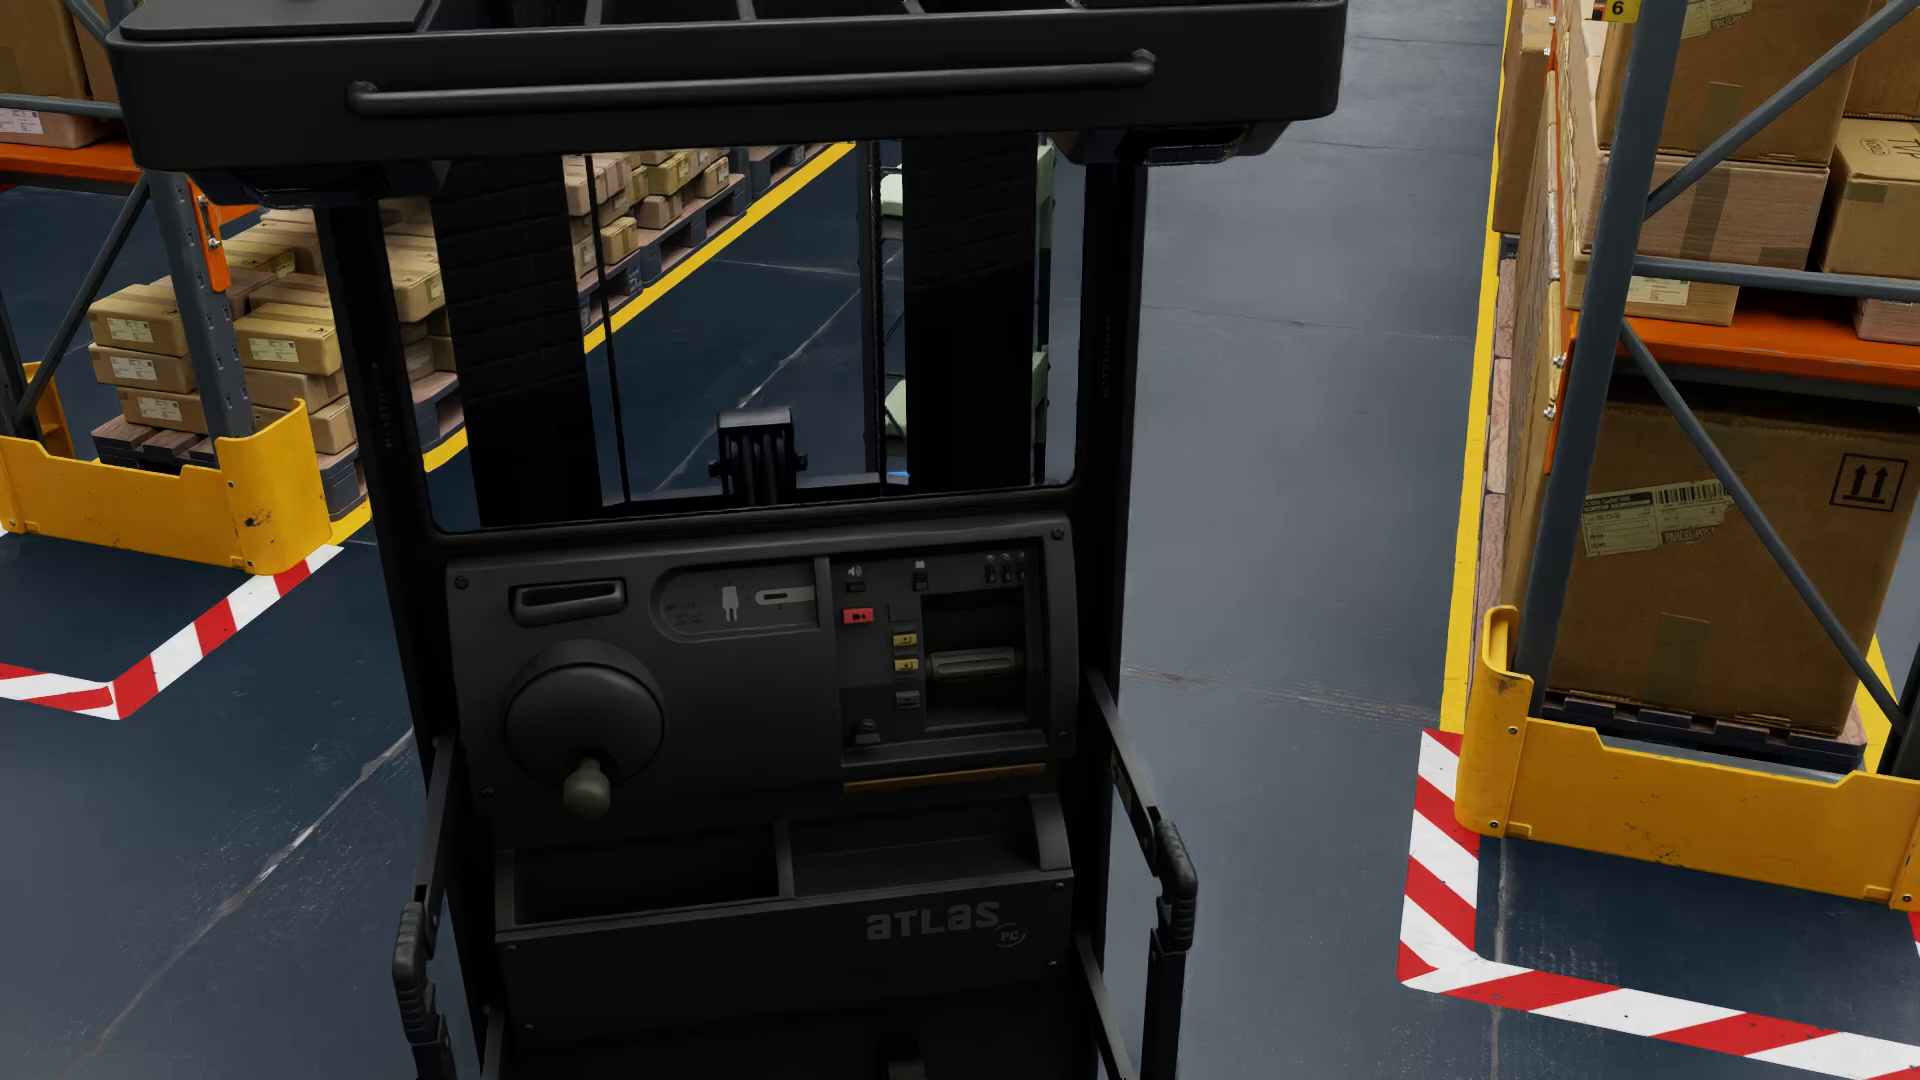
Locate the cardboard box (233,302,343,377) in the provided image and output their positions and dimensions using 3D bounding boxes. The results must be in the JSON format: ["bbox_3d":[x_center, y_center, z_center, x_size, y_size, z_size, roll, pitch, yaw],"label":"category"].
[{"bbox_3d":[-2.317,-0.704,5.818,0.380,0.149,0.250,7,30,13],"label":"cardboard box"}]

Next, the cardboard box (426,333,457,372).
[{"bbox_3d":[-2.091,-0.799,6.602,0.380,0.149,0.250,9,30,15],"label":"cardboard box"}]

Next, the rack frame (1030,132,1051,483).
[{"bbox_3d":[0.109,-0.829,5.697,0.400,1.500,0.023,8,30,15],"label":"rack frame"}]

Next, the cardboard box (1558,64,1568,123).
[{"bbox_3d":[2.229,-1.491,5.603,0.380,0.149,0.250,8,30,13],"label":"cardboard box"}]

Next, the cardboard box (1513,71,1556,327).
[{"bbox_3d":[2.820,-1.375,6.890,0.875,0.875,0.875,8,30,15],"label":"cardboard box"}]

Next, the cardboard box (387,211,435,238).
[{"bbox_3d":[-2.071,-1.202,6.714,0.380,0.149,0.250,10,31,17],"label":"cardboard box"}]

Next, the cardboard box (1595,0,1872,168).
[{"bbox_3d":[1.808,-1.212,3.921,0.500,0.500,0.500,9,30,15],"label":"cardboard box"}]

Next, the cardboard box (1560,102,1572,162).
[{"bbox_3d":[2.080,-1.254,5.178,0.380,0.149,0.250,9,30,15],"label":"cardboard box"}]

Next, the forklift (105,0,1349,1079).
[{"bbox_3d":[-0.245,0.232,2.318,1.130,2.935,3.031,-5,29,-8],"label":"forklift"}]

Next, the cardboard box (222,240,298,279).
[{"bbox_3d":[-2.799,-1.038,6.419,0.380,0.149,0.250,8,30,14],"label":"cardboard box"}]

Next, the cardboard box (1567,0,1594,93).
[{"bbox_3d":[2.252,-1.599,5.386,0.500,0.250,0.500,9,30,15],"label":"cardboard box"}]

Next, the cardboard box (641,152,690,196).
[{"bbox_3d":[-1.539,-1.791,8.079,0.380,0.149,0.250,7,30,13],"label":"cardboard box"}]

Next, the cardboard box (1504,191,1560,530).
[{"bbox_3d":[2.295,-0.543,5.394,0.875,0.875,0.875,8,30,15],"label":"cardboard box"}]

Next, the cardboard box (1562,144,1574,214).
[{"bbox_3d":[1.930,-1.013,4.744,0.380,0.149,0.250,9,30,16],"label":"cardboard box"}]

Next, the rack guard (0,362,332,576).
[{"bbox_3d":[-2.773,-0.254,5.692,1.175,0.500,0.348,8,30,15],"label":"rack guard"}]

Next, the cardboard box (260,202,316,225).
[{"bbox_3d":[-2.637,-1.282,6.858,0.380,0.149,0.250,10,31,17],"label":"cardboard box"}]

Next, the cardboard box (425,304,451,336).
[{"bbox_3d":[-2.096,-0.935,6.540,0.380,0.149,0.250,9,30,16],"label":"cardboard box"}]

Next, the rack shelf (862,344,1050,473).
[{"bbox_3d":[0.002,-0.374,5.549,0.431,0.370,0.720,8,30,15],"label":"rack shelf"}]

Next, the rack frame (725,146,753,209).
[{"bbox_3d":[-1.621,-3.170,8.363,1.000,3.000,0.127,8,30,15],"label":"rack frame"}]

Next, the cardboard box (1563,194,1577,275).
[{"bbox_3d":[1.781,-0.780,4.325,0.380,0.149,0.250,9,30,15],"label":"cardboard box"}]

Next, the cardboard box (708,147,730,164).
[{"bbox_3d":[-1.410,-2.046,8.537,0.380,0.149,0.250,9,30,16],"label":"cardboard box"}]

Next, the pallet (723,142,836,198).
[{"bbox_3d":[-1.394,-2.313,9.691,1.003,0.211,1.213,8,30,15],"label":"pallet"}]

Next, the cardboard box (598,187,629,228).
[{"bbox_3d":[-1.763,-1.567,7.677,0.380,0.149,0.250,9,30,16],"label":"cardboard box"}]

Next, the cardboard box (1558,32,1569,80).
[{"bbox_3d":[2.381,-1.729,6.032,0.380,0.149,0.250,8,30,14],"label":"cardboard box"}]

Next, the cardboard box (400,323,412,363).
[{"bbox_3d":[-2.262,-0.705,6.126,0.380,0.149,0.250,8,30,15],"label":"cardboard box"}]

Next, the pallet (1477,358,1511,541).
[{"bbox_3d":[2.436,-0.286,6.046,1.003,0.211,1.213,8,30,15],"label":"pallet"}]

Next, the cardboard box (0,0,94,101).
[{"bbox_3d":[-2.910,-1.730,5.366,0.500,0.500,0.500,9,30,16],"label":"cardboard box"}]

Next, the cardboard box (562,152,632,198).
[{"bbox_3d":[-1.722,-1.675,7.565,0.380,0.149,0.250,7,30,12],"label":"cardboard box"}]

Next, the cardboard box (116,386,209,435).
[{"bbox_3d":[-2.840,-0.523,6.105,0.380,0.149,0.250,9,30,16],"label":"cardboard box"}]

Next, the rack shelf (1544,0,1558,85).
[{"bbox_3d":[3.677,-3.030,8.852,1.077,0.370,4.000,8,30,15],"label":"rack shelf"}]

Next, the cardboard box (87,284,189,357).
[{"bbox_3d":[-2.882,-0.791,5.975,0.380,0.149,0.250,9,30,15],"label":"cardboard box"}]

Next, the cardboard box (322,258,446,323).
[{"bbox_3d":[-2.155,-0.948,6.257,0.380,0.149,0.250,8,30,15],"label":"cardboard box"}]

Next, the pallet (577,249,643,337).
[{"bbox_3d":[-2.141,-1.065,7.448,1.003,0.211,1.213,8,30,15],"label":"pallet"}]

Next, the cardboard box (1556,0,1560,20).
[{"bbox_3d":[2.686,-2.215,6.905,0.380,0.149,0.250,9,30,15],"label":"cardboard box"}]

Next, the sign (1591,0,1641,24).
[{"bbox_3d":[1.402,-1.250,3.476,0.100,0.325,0.005,8,30,15],"label":"sign"}]

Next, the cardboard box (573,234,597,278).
[{"bbox_3d":[-1.855,-1.284,7.473,0.380,0.149,0.250,9,30,16],"label":"cardboard box"}]

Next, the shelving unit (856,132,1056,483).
[{"bbox_3d":[0.002,-0.659,5.391,0.431,1.500,0.755,8,30,15],"label":"shelving unit"}]

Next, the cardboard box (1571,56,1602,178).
[{"bbox_3d":[1.954,-1.119,4.525,0.500,0.250,0.500,8,30,14],"label":"cardboard box"}]

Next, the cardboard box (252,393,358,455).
[{"bbox_3d":[-2.336,-0.446,5.968,0.380,0.149,0.250,9,30,16],"label":"cardboard box"}]

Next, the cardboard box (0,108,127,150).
[{"bbox_3d":[-2.970,-1.393,5.427,0.380,0.149,0.250,9,30,15],"label":"cardboard box"}]

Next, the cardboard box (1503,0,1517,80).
[{"bbox_3d":[4.042,-3.211,10.191,1.225,0.875,0.875,7,30,13],"label":"cardboard box"}]

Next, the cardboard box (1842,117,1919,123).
[{"bbox_3d":[2.461,-1.048,4.396,0.500,0.250,0.500,8,30,14],"label":"cardboard box"}]

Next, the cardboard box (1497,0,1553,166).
[{"bbox_3d":[3.521,-2.386,8.707,1.225,0.875,0.875,7,30,13],"label":"cardboard box"}]

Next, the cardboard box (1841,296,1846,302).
[{"bbox_3d":[2.410,-0.684,4.152,0.380,0.149,0.250,8,30,14],"label":"cardboard box"}]

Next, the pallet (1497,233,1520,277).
[{"bbox_3d":[3.245,-1.566,8.348,1.003,0.211,1.213,8,30,15],"label":"pallet"}]

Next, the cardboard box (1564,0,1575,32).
[{"bbox_3d":[2.551,-2.068,6.231,0.500,0.250,0.500,8,30,15],"label":"cardboard box"}]

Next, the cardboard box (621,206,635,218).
[{"bbox_3d":[-1.776,-1.531,7.917,0.380,0.149,0.250,8,30,14],"label":"cardboard box"}]

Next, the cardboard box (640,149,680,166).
[{"bbox_3d":[-1.580,-1.924,8.012,0.380,0.149,0.250,8,30,14],"label":"cardboard box"}]

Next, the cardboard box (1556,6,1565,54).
[{"bbox_3d":[2.532,-1.971,6.466,0.380,0.149,0.250,9,30,17],"label":"cardboard box"}]

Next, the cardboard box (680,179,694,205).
[{"bbox_3d":[-1.567,-1.768,8.343,0.380,0.149,0.250,9,30,16],"label":"cardboard box"}]

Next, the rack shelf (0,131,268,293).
[{"bbox_3d":[-2.209,-1.926,6.867,1.077,0.370,4.000,8,30,15],"label":"rack shelf"}]
